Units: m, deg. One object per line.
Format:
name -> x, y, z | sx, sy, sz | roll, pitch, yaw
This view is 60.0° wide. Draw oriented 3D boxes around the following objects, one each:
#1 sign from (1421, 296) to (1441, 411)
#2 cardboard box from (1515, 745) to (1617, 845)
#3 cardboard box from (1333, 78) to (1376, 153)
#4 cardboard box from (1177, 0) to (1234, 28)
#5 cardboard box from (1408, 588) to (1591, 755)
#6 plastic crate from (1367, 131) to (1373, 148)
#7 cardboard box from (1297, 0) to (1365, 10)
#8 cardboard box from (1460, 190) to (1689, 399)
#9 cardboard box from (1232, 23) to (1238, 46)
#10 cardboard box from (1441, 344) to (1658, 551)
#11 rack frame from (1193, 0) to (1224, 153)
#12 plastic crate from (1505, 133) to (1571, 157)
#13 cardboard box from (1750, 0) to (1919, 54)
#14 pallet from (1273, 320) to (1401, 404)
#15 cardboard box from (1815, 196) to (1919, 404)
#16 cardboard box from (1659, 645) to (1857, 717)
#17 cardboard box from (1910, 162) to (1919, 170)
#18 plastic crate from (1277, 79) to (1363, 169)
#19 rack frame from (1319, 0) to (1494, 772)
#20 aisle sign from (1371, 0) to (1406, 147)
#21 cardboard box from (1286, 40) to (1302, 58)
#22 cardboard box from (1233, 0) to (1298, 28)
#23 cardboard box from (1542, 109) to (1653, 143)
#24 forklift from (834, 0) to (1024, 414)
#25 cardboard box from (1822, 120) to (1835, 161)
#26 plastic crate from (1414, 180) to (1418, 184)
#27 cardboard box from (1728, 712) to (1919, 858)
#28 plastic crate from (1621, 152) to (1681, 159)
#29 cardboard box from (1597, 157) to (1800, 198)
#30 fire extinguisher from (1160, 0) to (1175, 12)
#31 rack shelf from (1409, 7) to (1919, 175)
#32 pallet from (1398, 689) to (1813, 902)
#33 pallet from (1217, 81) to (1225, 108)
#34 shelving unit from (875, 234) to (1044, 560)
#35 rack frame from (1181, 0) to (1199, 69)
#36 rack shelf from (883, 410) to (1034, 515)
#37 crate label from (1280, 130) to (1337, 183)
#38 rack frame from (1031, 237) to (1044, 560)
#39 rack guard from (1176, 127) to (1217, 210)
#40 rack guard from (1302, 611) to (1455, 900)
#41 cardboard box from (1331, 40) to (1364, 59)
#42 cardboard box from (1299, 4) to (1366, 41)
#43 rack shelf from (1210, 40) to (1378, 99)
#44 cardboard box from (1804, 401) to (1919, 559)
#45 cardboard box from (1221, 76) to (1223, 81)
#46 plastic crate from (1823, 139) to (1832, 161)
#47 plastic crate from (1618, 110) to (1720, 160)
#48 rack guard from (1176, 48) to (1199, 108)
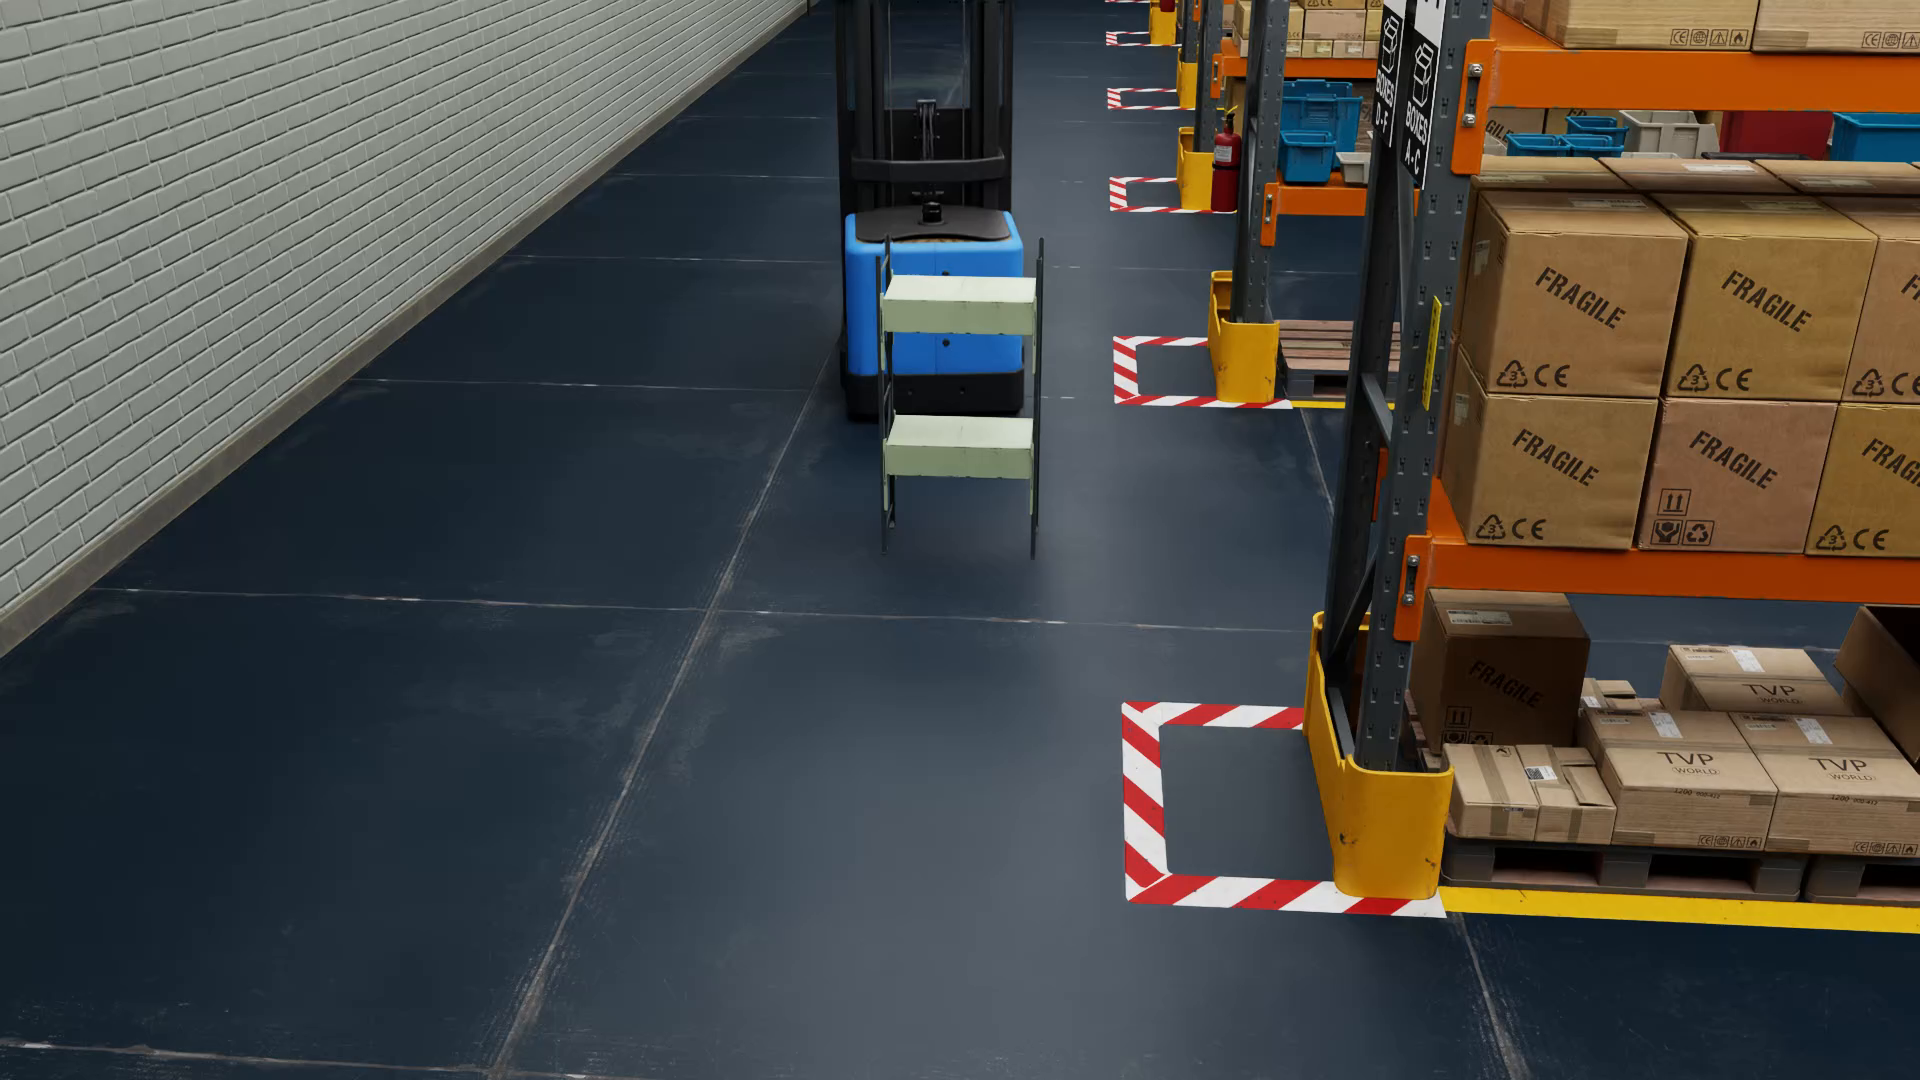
sign -> 1.392, -0.551, 4.914 | 0.005, 0.325, 0.100 | 2, 25, 4
cardboard box -> 2.074, 0.868, 5.729 | 0.250, 0.166, 0.380 | 2, 25, 4
cardboard box -> 3.747, -3.722, 14.880 | 0.875, 0.875, 0.875 | 2, 25, 4
cardboard box -> 3.620, -7.690, 24.028 | 0.875, 0.438, 0.875 | 1, 25, 2
cardboard box -> 1.994, 0.467, 6.202 | 0.500, 0.500, 0.500 | 2, 25, 4
plastic crate -> 2.643, -2.405, 10.223 | 0.243, 0.136, 0.396 | 2, 25, 4
cardboard box -> 3.152, -4.776, 14.059 | 0.500, 0.500, 0.500 | 1, 25, 3
cardboard box -> 1.855, -0.759, 5.087 | 0.500, 0.500, 0.500 | 3, 25, 6
cardboard box -> 2.575, -4.524, 14.885 | 0.250, 0.149, 0.380 | 2, 25, 5
cardboard box -> 1.855, -0.305, 5.296 | 0.500, 0.500, 0.500 | 2, 25, 5
rack frame -> 2.195, -4.513, 14.559 | 0.127, 3.000, 1.000 | 2, 25, 4
plastic crate -> 3.350, -2.212, 9.688 | 0.300, 0.233, 0.416 | 2, 25, 4
cardboard box -> 2.423, -1.535, 4.678 | 0.500, 0.250, 0.500 | 2, 25, 4
pallet -> 2.635, -1.139, 10.563 | 1.213, 0.211, 1.003 | 2, 25, 4
cardboard box -> 2.876, -0.728, 5.018 | 0.500, 0.500, 0.500 | 2, 25, 5
cardboard box -> 2.939, 0.623, 6.161 | 0.500, 0.250, 0.500 | 2, 25, 4
cardboard box -> 3.431, -0.937, 5.473 | 0.500, 0.500, 0.500 | 3, 25, 6
plastic crate -> 2.164, -2.559, 10.199 | 0.499, 0.435, 0.616 | 2, 25, 4
rack frame -> 1.433, -0.384, 5.586 | 0.127, 3.000, 1.000 | 2, 25, 4
aisle sign -> 1.388, -1.695, 5.325 | 0.004, 0.787, 0.394 | 2, 25, 4
cardboard box -> 2.780, -4.242, 14.271 | 0.250, 0.149, 0.380 | 1, 25, 3
cardboard box -> 2.699, -4.675, 14.735 | 0.500, 0.250, 0.500 | 1, 25, 3
cardboard box -> 5.531, -3.665, 14.755 | 0.875, 0.875, 0.875 | 2, 25, 4
forklift -> -0.234, -2.647, 10.586 | 1.130, 2.935, 3.031 | -2, 25, -3
cardboard box -> 7.714, -3.570, 14.549 | 0.875, 0.875, 1.225 | 1, 25, 2
plastic crate -> 2.693, -2.233, 9.734 | 0.300, 0.233, 0.416 | 2, 25, 4
cardboard box -> 2.951, 0.833, 5.705 | 0.500, 0.250, 0.500 | 2, 25, 4
plastic crate -> 4.045, -2.158, 9.686 | 0.466, 0.136, 0.293 | 2, 25, 4
cardboard box -> 2.402, -0.968, 5.540 | 0.500, 0.500, 0.500 | 3, 25, 5
fire extinguisher -> 2.460, -6.572, 19.574 | 0.183, 0.674, 0.296 | 2, 25, 4
rack shelf -> 3.427, -1.356, 4.971 | 4.000, 0.370, 1.077 | 2, 25, 4
pallet -> 2.304, 0.911, 6.109 | 1.213, 0.211, 1.003 | 2, 25, 4
pallet -> 3.559, -5.267, 19.534 | 1.213, 0.211, 1.003 | 2, 25, 4
shelving unit -> 0.007, -0.681, 8.027 | 0.755, 1.500, 0.431 | 2, 25, 4
rack frame -> 2.676, -6.577, 19.045 | 0.127, 3.000, 1.000 | 2, 25, 4
rack shelf -> 0.007, -0.385, 8.163 | 0.720, 0.370, 0.431 | 2, 25, 4
crate label -> 2.037, -2.254, 9.780 | 0.303, 0.233, 0.416 | 2, 25, 4
rack frame -> 0.372, -0.669, 8.001 | 0.023, 1.500, 0.400 | 2, 25, 4
rack guard -> 2.171, -3.378, 15.083 | 0.348, 0.500, 1.175 | 2, 25, 4
rack guard -> 1.509, 0.754, 6.104 | 0.348, 0.500, 1.175 | 2, 25, 4
cardboard box -> 3.295, -4.226, 14.237 | 0.250, 0.149, 0.380 | 1, 25, 3
cardboard box -> 3.172, -4.438, 14.220 | 0.500, 0.250, 0.500 | 2, 25, 3
rack shelf -> 4.189, -4.122, 14.570 | 4.000, 0.370, 1.077 | 2, 25, 4
cardboard box -> 2.870, -0.274, 5.227 | 0.500, 0.500, 0.500 | 2, 25, 4
cardboard box -> 3.216, -5.542, 19.705 | 0.250, 0.149, 0.380 | 2, 25, 5
plastic crate -> 5.351, -2.302, 9.999 | 0.243, 0.136, 0.396 | 2, 25, 4
plastic crate -> 4.296, -2.419, 10.080 | 0.530, 0.282, 0.437 | 2, 25, 4
rack guard -> 2.751, -5.439, 19.562 | 0.348, 0.500, 1.175 | 2, 25, 4
